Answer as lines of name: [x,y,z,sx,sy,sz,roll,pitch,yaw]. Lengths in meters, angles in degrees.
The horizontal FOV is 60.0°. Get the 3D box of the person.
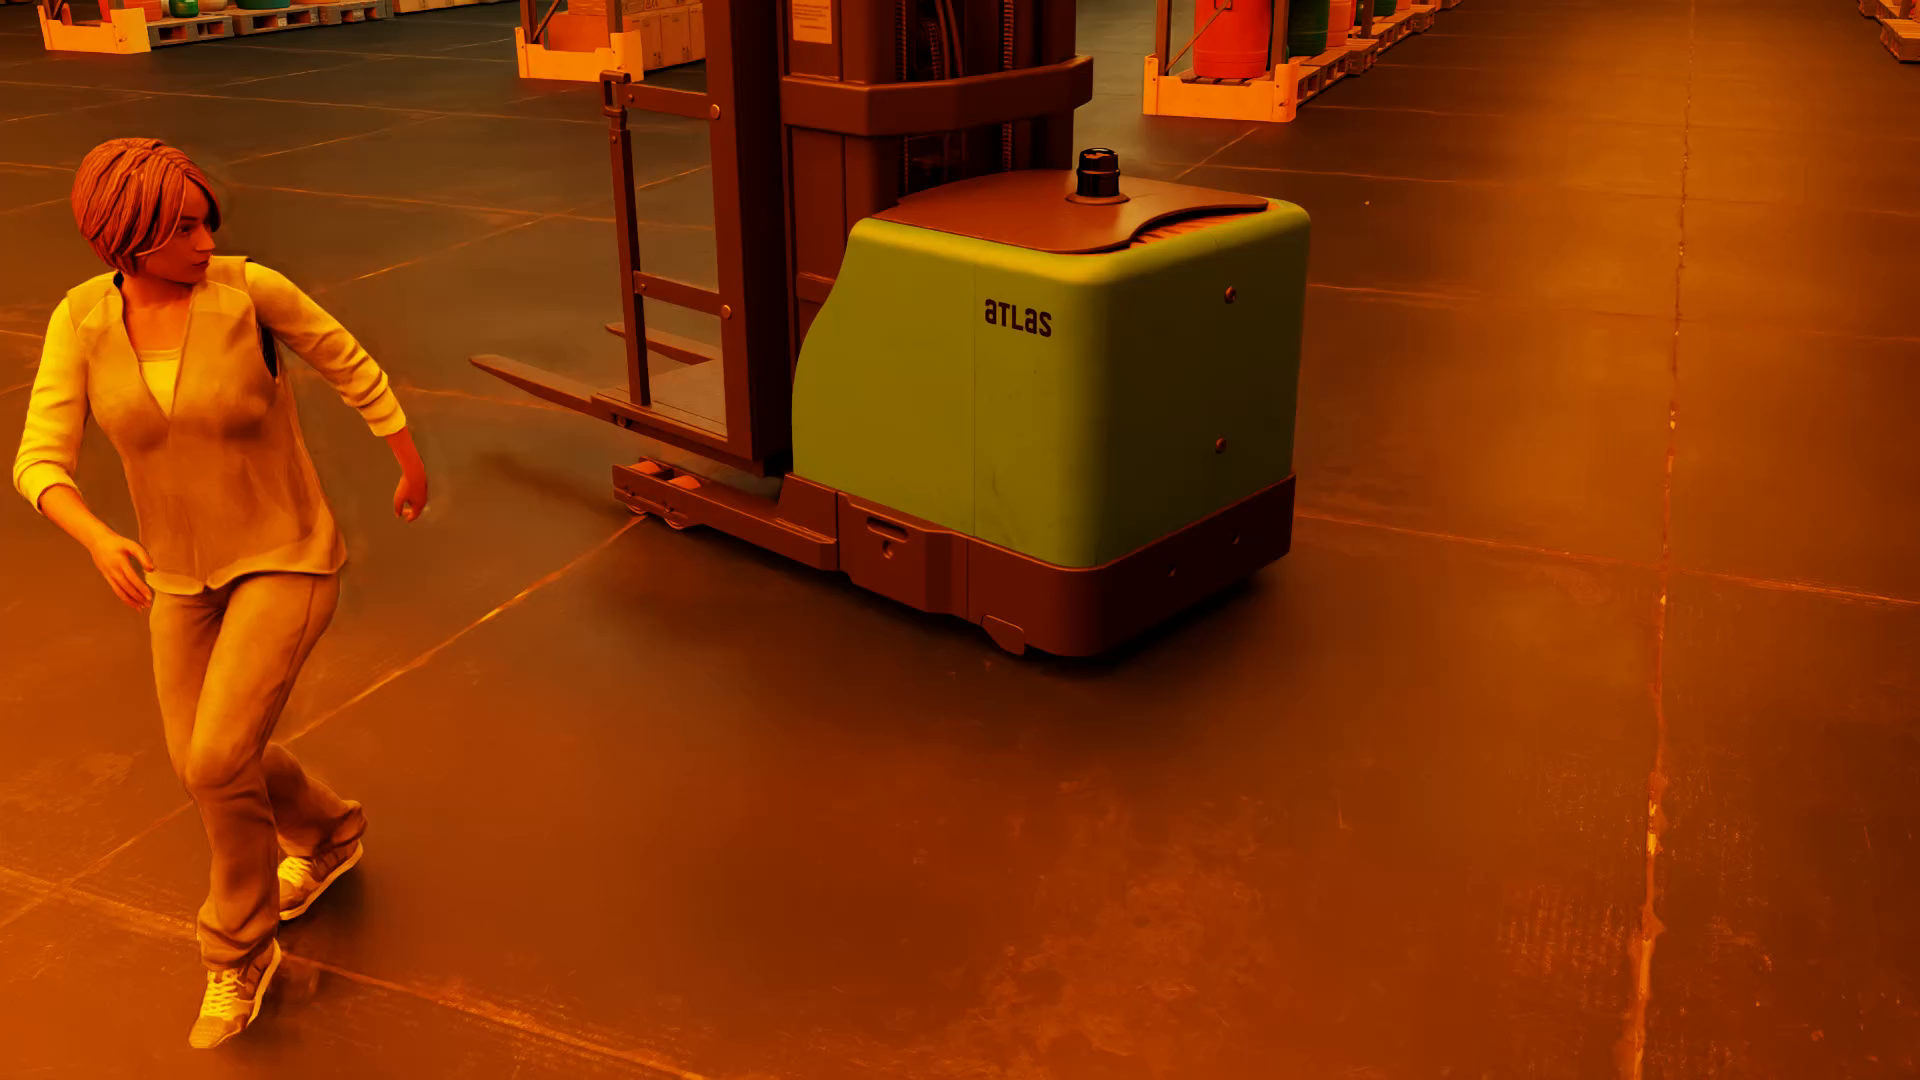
person: [-1.309,0.085,2.979,0.476,1.573,0.726,4,23,10]

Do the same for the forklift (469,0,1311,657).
forklift: [-0.464,-1.516,4.919,3.031,2.935,1.130,19,30,38]
